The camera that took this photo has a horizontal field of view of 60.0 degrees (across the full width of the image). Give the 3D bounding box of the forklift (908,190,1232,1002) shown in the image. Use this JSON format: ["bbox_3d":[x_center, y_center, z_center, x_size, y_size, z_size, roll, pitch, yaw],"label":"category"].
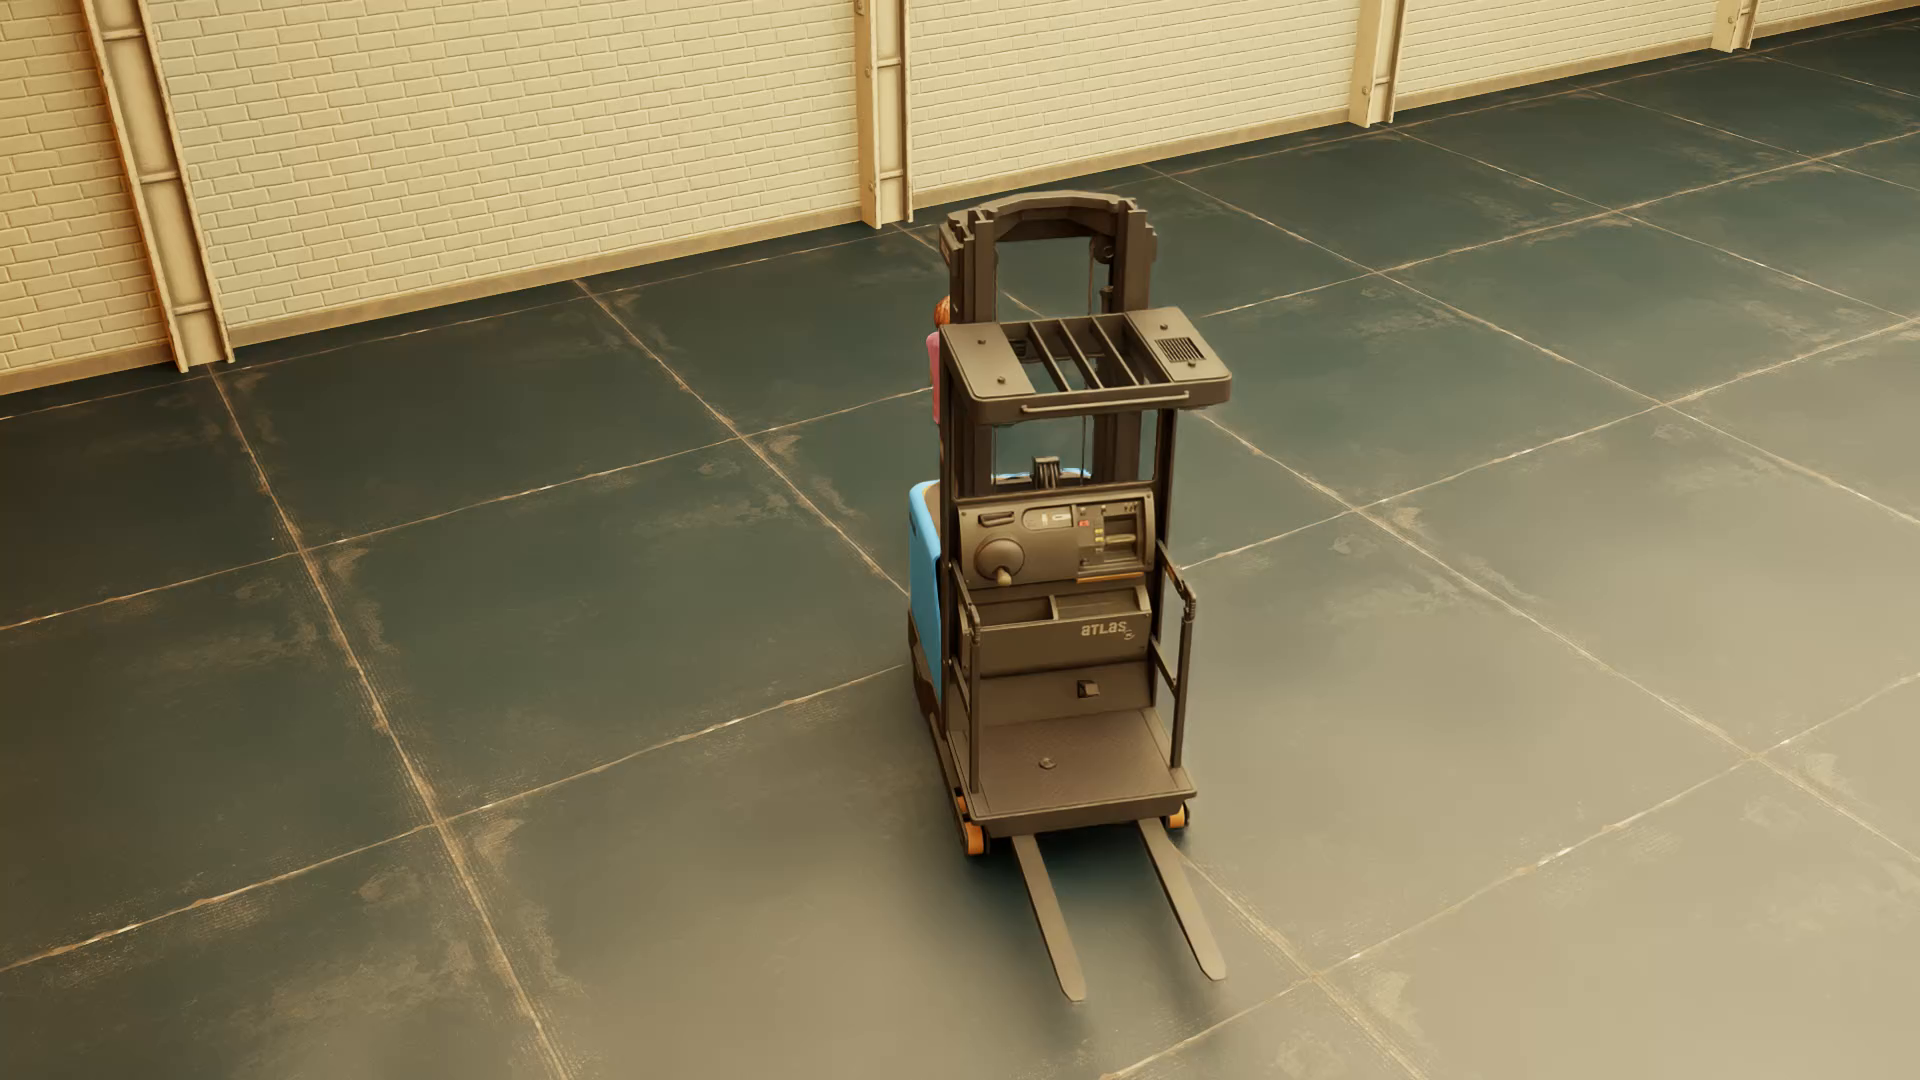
[{"bbox_3d":[0.498,0.047,7.569,1.130,2.935,3.031,-6,31,-10],"label":"forklift"}]

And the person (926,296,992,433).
[{"bbox_3d":[0.071,-0.740,10.088,0.472,1.598,0.521,-17,35,-26],"label":"person"}]
